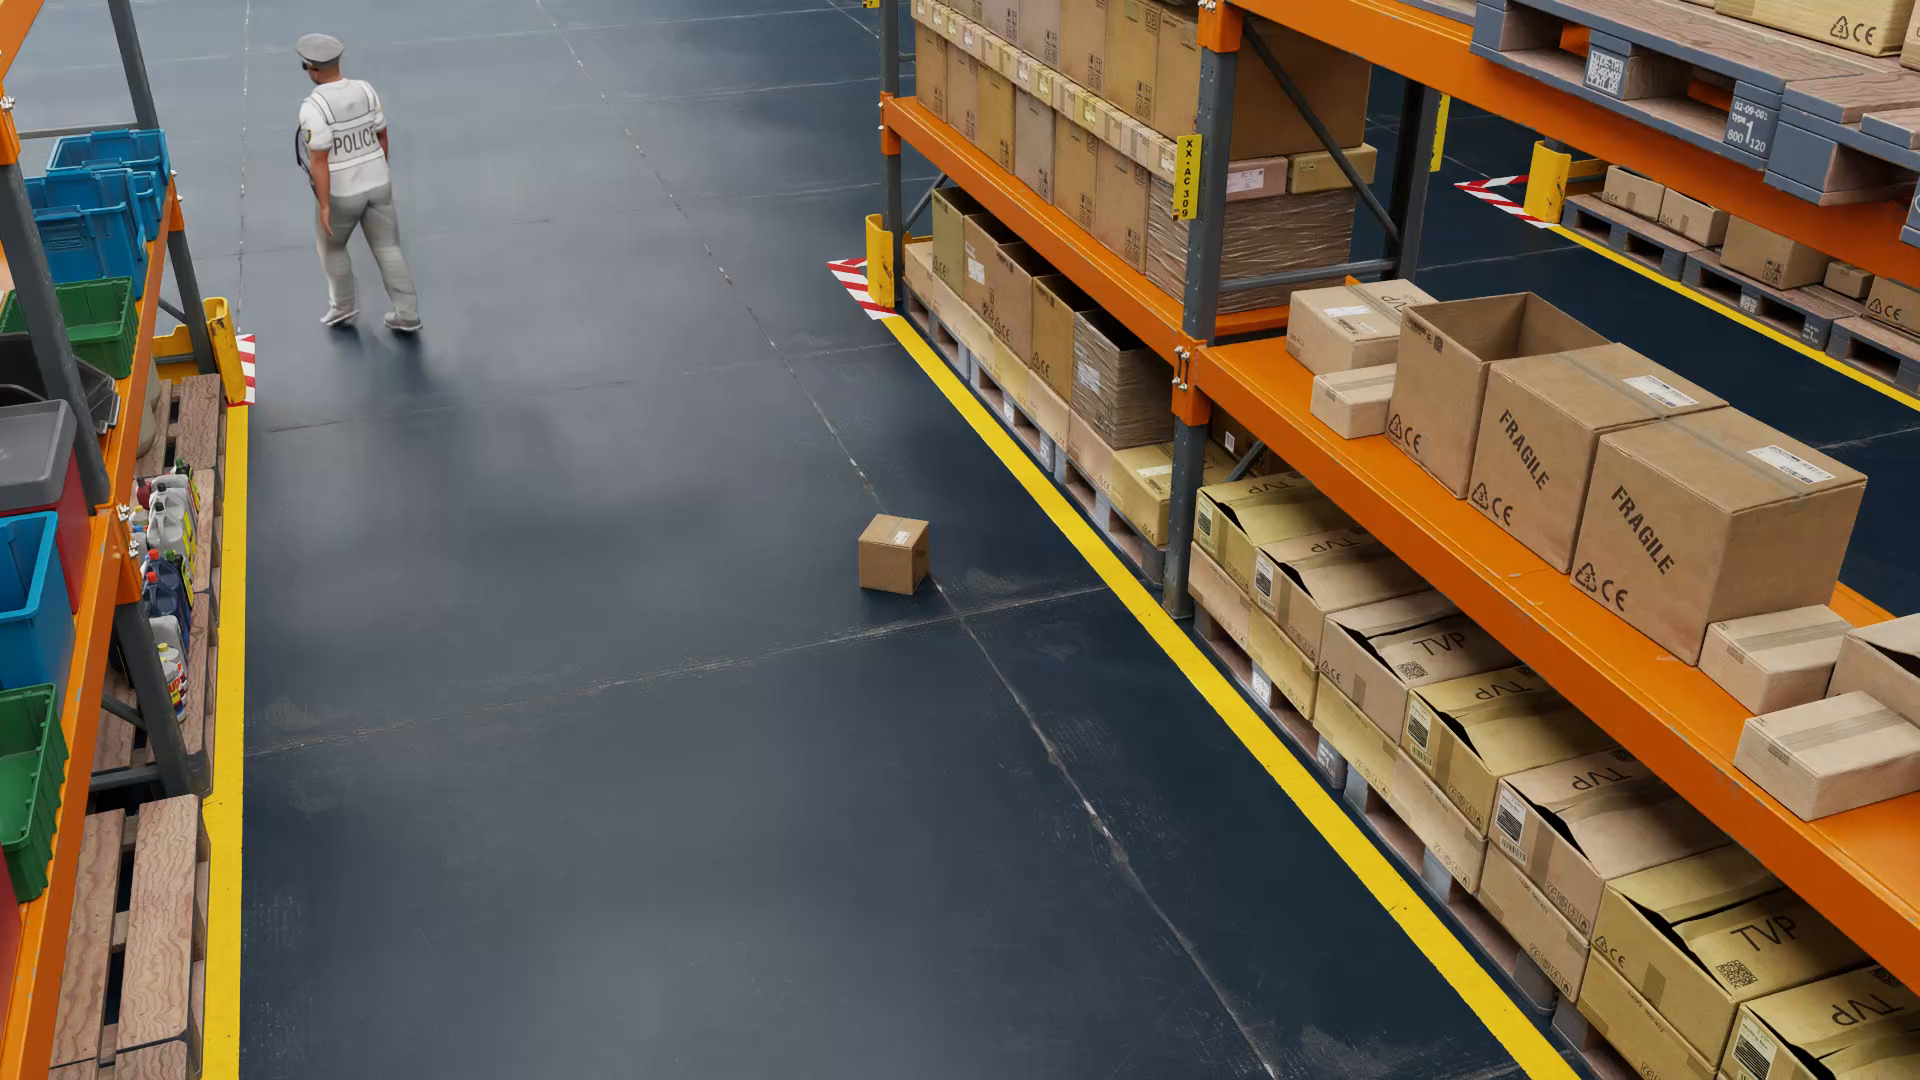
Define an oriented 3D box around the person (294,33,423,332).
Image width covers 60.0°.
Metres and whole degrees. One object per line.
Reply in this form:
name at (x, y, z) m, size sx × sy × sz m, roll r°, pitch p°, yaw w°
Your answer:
person at (-3.588, -2.050, 9.742) m, size 0.771 × 1.809 × 0.600 m, roll 22°, pitch 36°, yaw 33°
